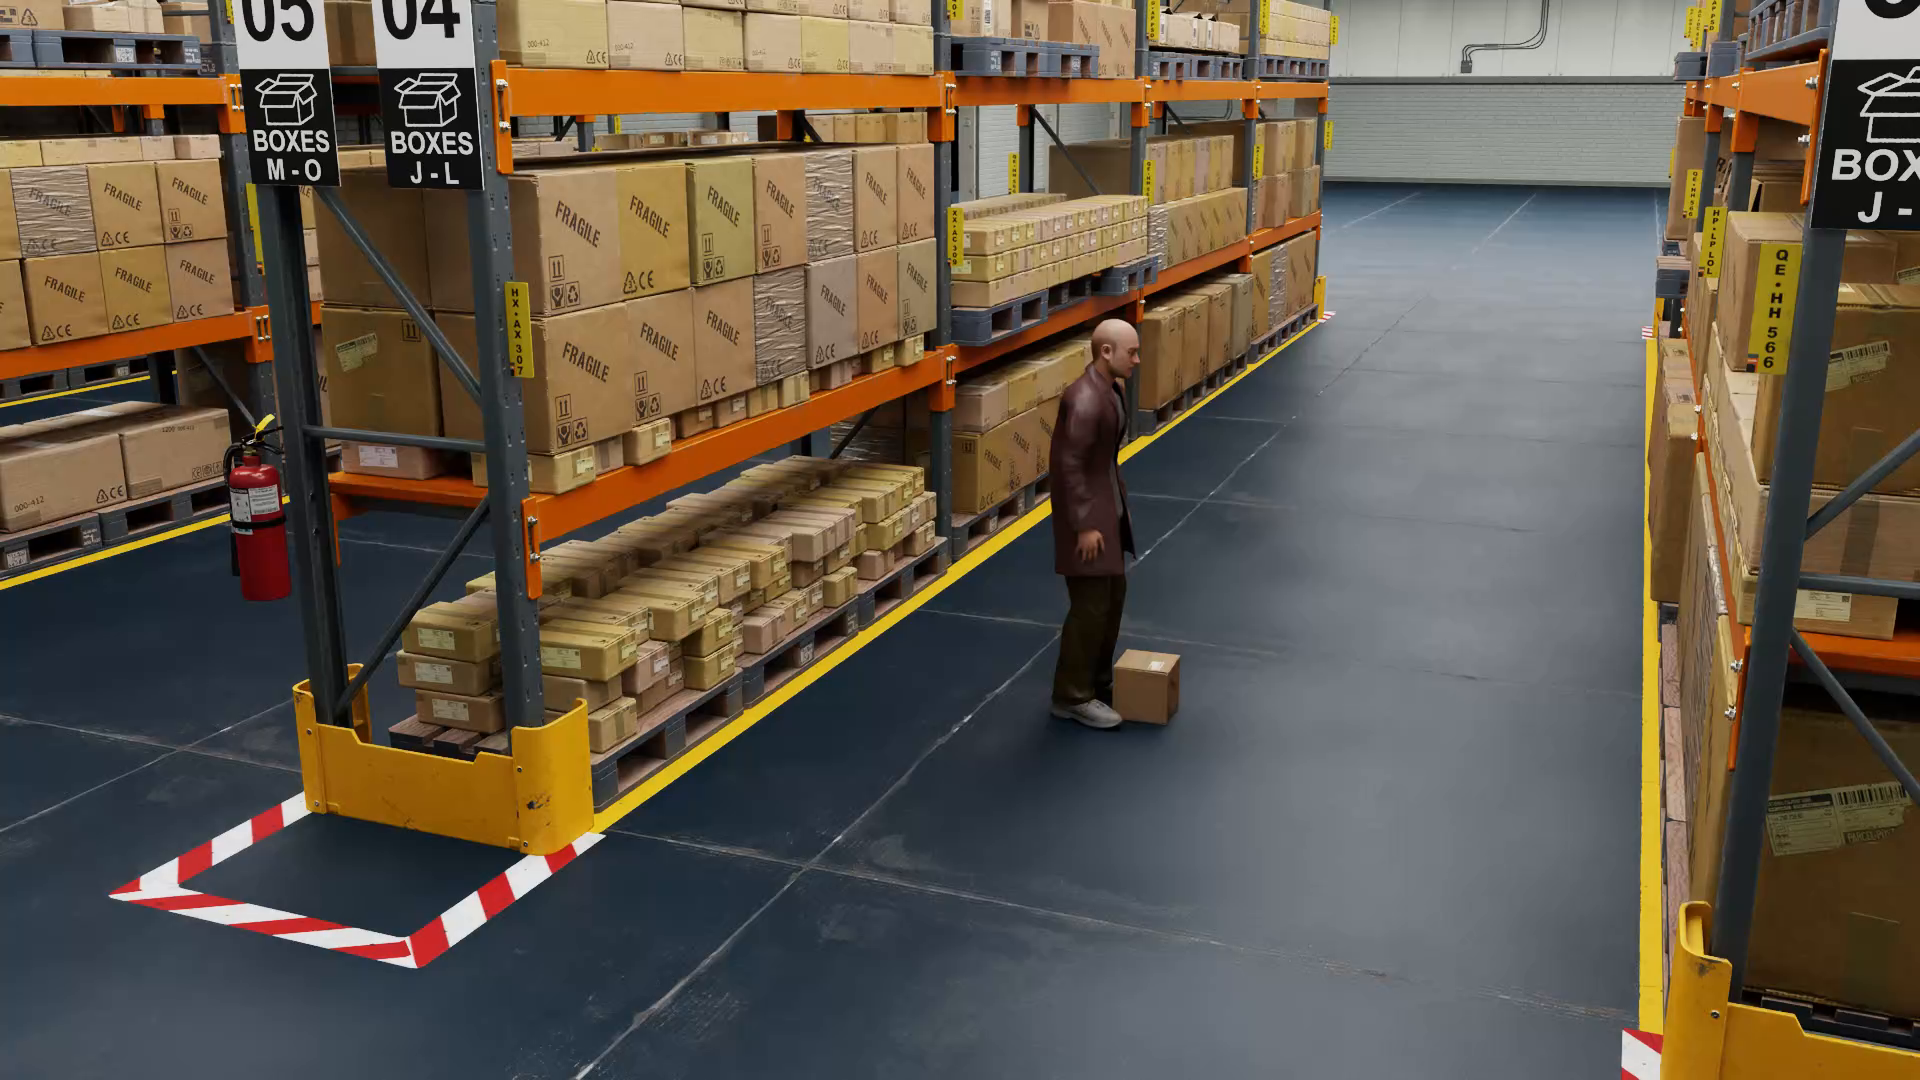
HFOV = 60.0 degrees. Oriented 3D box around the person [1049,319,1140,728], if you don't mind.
[{"bbox_3d":[0.610,-0.096,7.404,0.418,1.774,0.649,6,16,20],"label":"person"}]
